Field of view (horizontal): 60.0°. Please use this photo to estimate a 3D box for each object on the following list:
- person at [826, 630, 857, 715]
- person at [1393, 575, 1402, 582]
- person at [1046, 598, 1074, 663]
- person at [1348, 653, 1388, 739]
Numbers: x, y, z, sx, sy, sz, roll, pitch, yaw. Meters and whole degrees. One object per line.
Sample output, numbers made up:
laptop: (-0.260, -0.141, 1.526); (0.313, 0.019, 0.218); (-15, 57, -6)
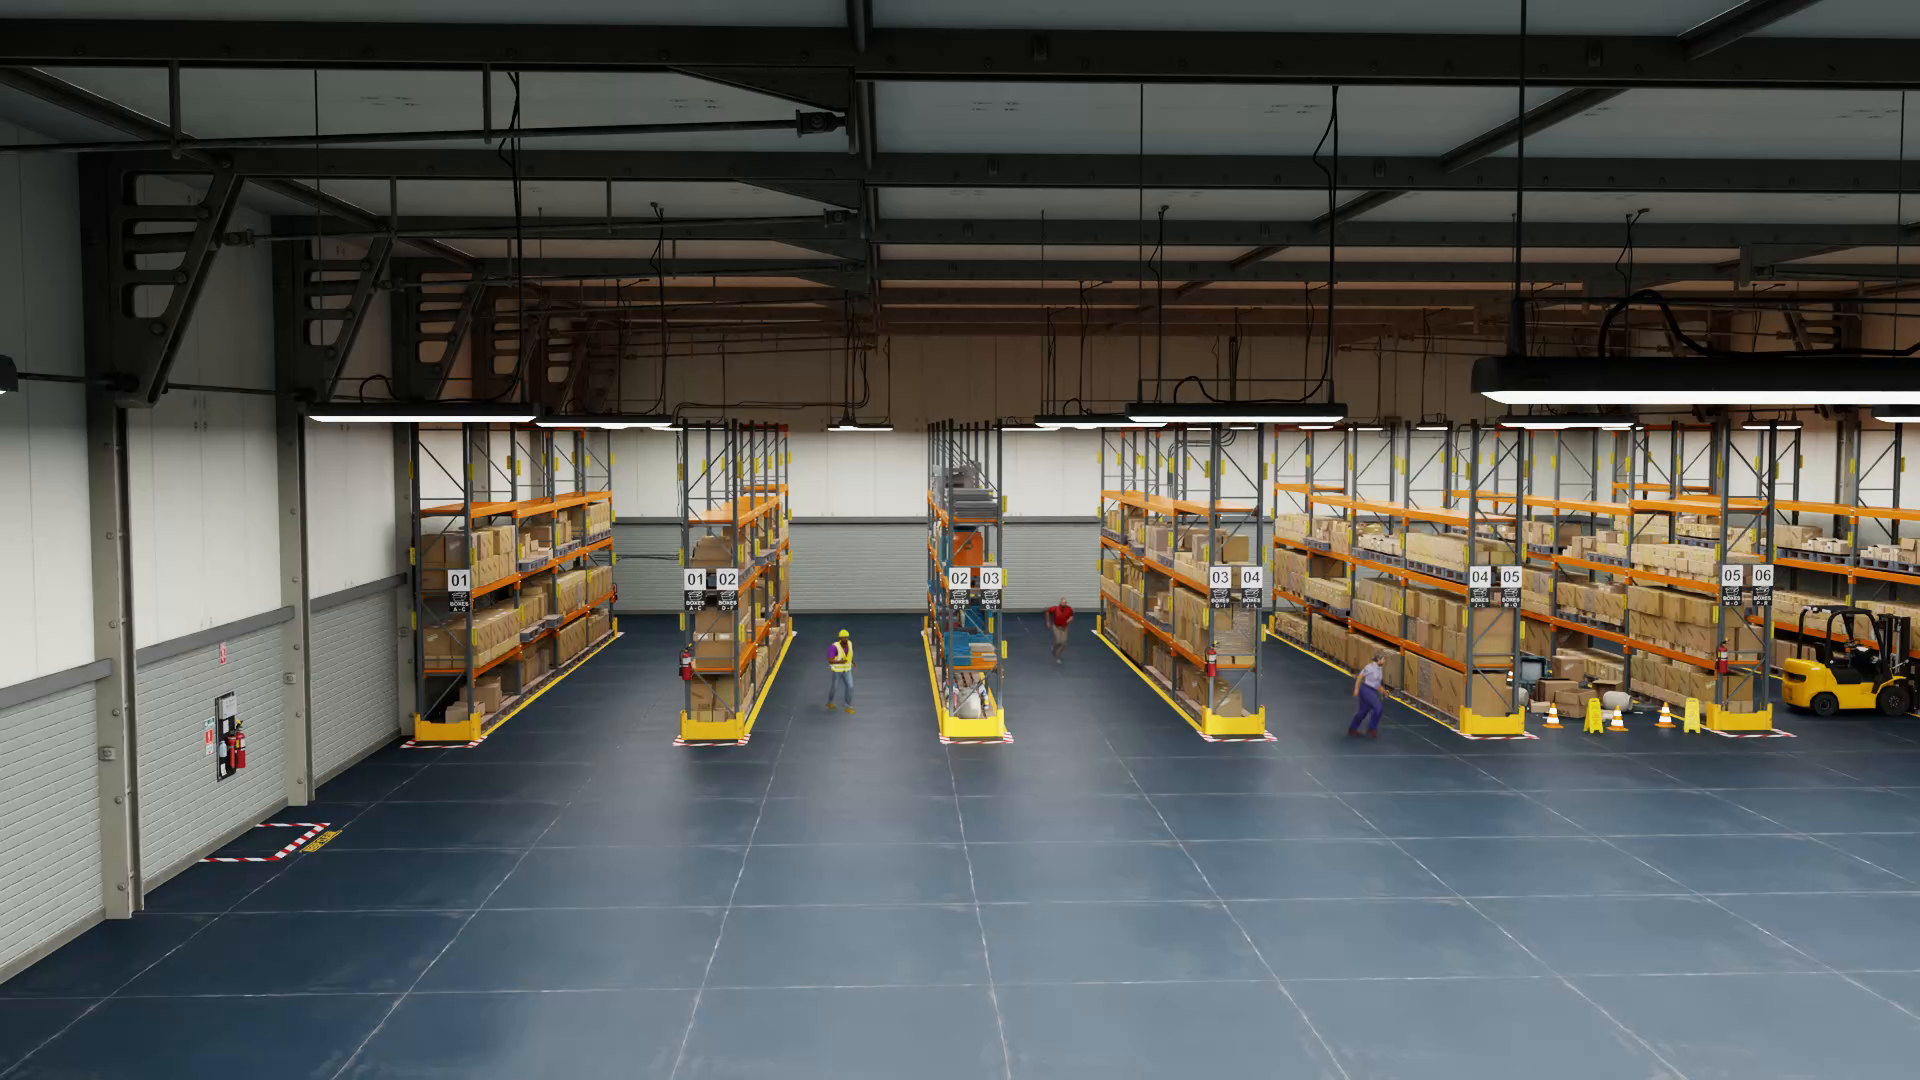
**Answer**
person: (-2.432, 2.677, 33.995); (0.722, 1.732, 0.980); (-2, 4, -30)
person: (13.011, 1.649, 49.596); (0.805, 1.847, 0.652); (-1, 4, -18)
person: (2.524, 2.251, 41.441); (0.628, 1.654, 0.734); (-1, 4, -21)
person: (7.719, 2.917, 31.453); (0.703, 1.602, 0.553); (2, 4, 29)
